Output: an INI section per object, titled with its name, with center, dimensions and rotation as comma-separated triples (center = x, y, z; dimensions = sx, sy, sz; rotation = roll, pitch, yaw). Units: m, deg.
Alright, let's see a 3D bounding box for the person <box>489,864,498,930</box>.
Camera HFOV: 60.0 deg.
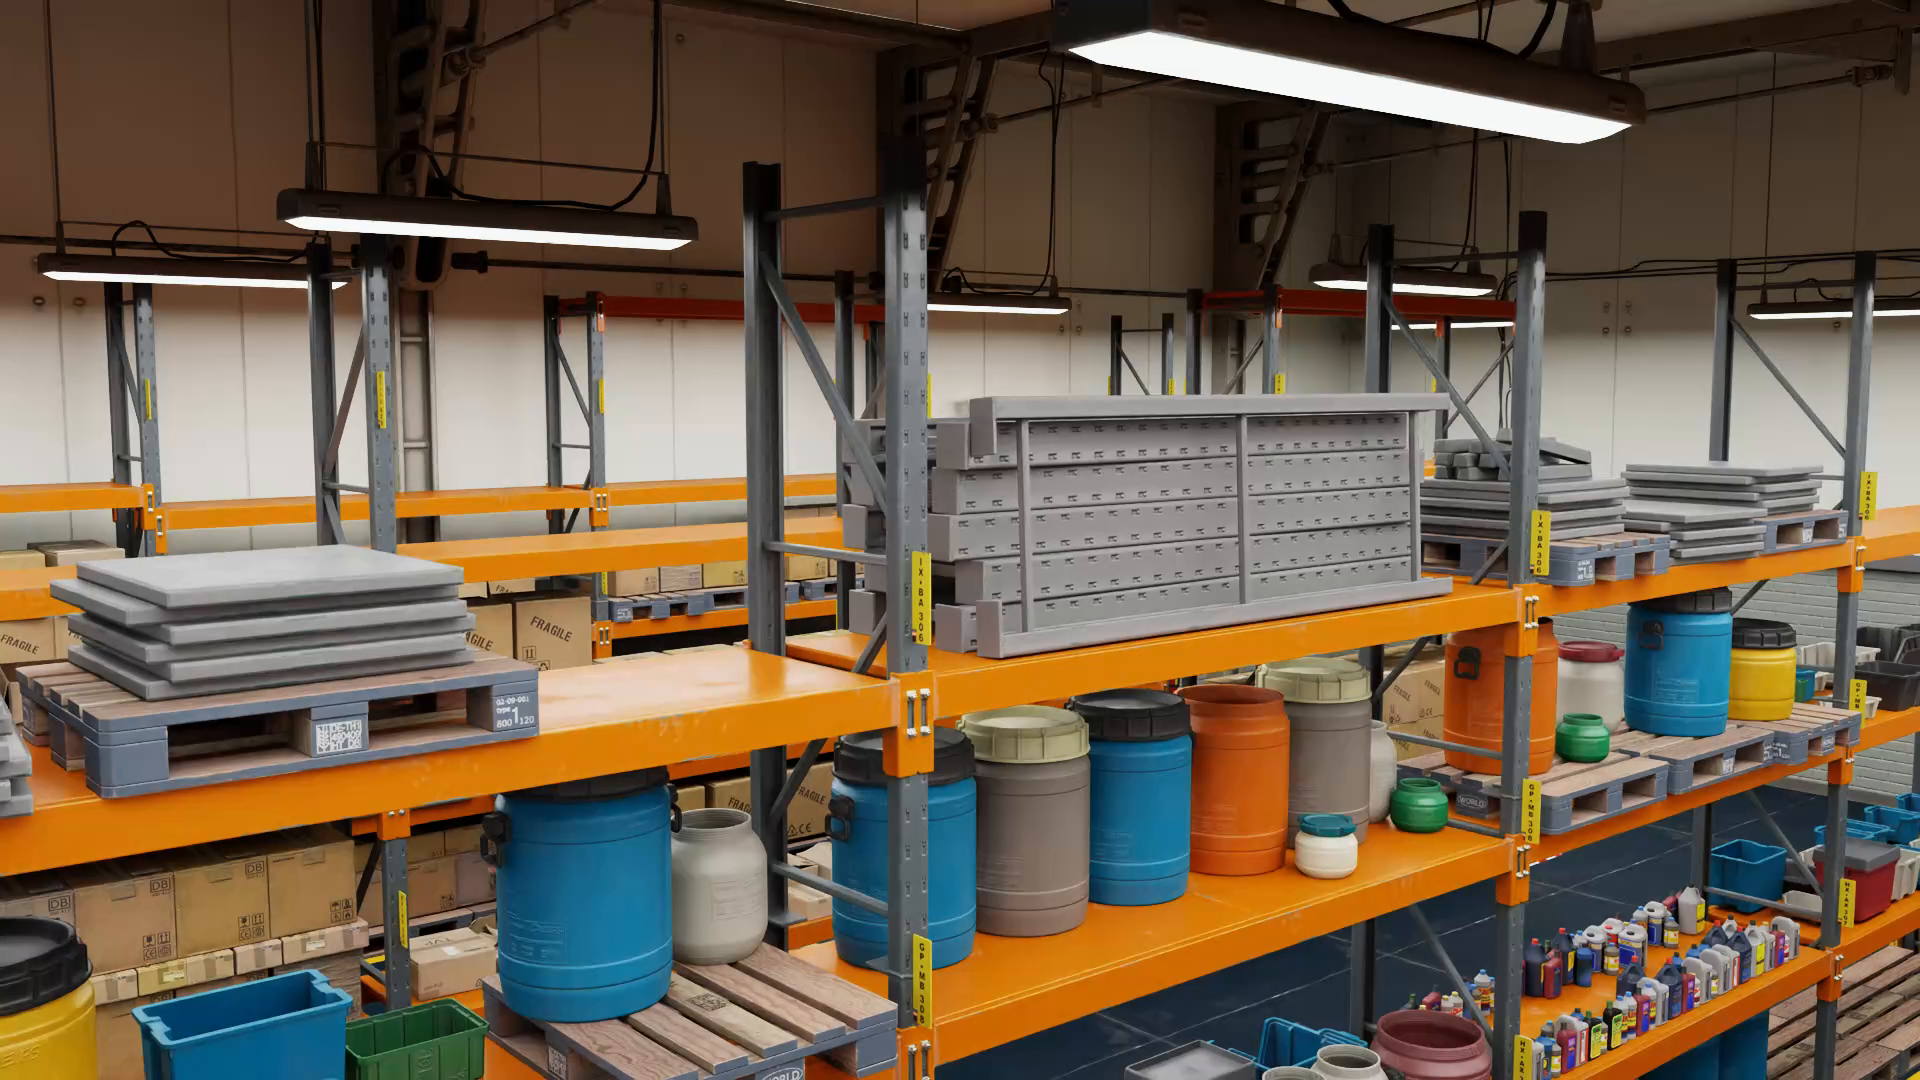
[person]
center = -3.165, 3.144, 12.893
dimensions = 1.125, 1.554, 0.685
rotation = -3, 6, -25
